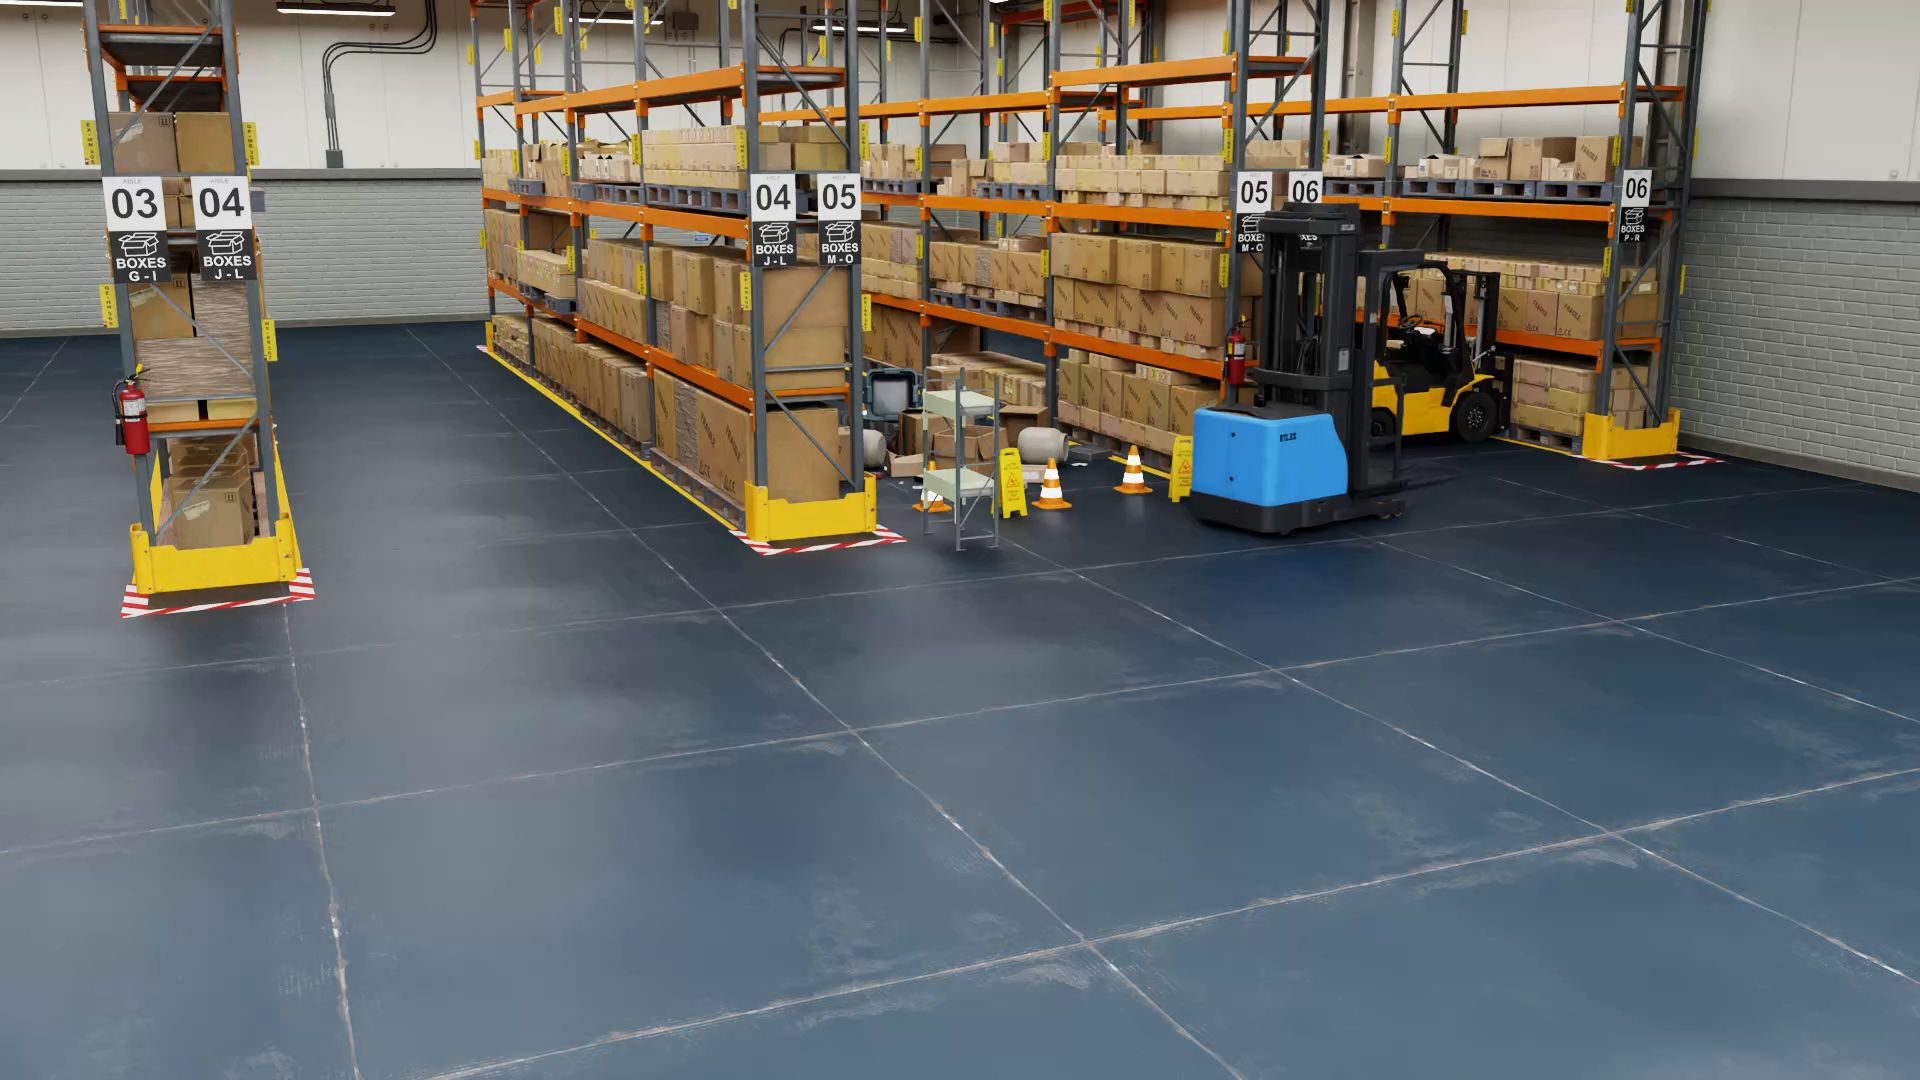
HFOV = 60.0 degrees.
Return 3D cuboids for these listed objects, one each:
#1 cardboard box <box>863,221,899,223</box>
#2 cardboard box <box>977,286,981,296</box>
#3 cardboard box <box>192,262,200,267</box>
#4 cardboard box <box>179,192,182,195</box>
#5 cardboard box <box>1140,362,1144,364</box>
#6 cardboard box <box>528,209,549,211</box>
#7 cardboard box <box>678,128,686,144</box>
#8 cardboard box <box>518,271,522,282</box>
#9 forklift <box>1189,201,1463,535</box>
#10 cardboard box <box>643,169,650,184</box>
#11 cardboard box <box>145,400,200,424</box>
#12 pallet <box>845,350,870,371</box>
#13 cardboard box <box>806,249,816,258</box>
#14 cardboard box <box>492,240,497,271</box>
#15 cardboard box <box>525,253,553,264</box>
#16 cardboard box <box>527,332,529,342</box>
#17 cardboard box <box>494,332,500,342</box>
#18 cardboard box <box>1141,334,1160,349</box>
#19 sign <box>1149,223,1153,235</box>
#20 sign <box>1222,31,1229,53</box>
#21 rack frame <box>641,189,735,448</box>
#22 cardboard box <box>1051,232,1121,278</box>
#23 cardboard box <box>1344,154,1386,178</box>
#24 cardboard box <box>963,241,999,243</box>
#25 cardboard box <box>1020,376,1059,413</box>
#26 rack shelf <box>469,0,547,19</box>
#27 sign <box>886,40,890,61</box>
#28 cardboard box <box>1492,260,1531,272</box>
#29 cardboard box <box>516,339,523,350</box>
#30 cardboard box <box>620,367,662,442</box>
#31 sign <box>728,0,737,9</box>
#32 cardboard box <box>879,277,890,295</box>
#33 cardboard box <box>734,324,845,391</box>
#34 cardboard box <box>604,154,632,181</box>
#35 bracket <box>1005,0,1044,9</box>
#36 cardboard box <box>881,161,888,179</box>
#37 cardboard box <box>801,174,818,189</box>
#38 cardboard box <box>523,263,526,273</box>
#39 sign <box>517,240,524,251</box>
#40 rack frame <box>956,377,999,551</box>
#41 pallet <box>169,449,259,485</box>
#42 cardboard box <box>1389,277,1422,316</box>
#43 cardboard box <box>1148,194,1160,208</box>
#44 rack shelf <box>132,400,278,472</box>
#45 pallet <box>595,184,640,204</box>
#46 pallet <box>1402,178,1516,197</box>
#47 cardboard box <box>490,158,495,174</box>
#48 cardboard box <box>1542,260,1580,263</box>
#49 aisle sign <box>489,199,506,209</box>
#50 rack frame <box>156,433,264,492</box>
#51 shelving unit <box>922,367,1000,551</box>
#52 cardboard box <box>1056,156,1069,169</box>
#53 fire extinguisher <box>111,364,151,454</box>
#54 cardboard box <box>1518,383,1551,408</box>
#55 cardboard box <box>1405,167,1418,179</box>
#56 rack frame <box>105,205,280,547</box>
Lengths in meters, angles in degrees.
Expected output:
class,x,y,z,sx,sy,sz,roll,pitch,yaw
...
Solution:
class,x,y,z,sx,sy,sz,roll,pitch,yaw
cardboard box,-1.262,-4.945,27.145,0.500,0.500,0.500,-5,14,-21
cardboard box,0.449,-3.372,22.414,0.380,0.149,0.250,-5,14,-21
cardboard box,-6.311,-2.131,14.325,0.500,0.500,0.500,-6,14,-23
cardboard box,-6.771,-2.779,13.905,0.500,0.250,0.500,-5,14,-22
cardboard box,2.222,-1.853,19.729,0.500,0.500,0.500,-5,14,-22
cardboard box,-7.154,-5.341,28.197,0.500,0.500,0.500,-6,14,-25
cardboard box,-2.518,-3.919,16.132,0.380,0.149,0.250,-6,14,-23
cardboard box,-6.430,-3.970,24.997,0.380,0.149,0.250,-6,14,-26
forklift,3.631,-1.711,15.763,3.031,2.935,1.130,-10,16,-36
cardboard box,-3.127,-3.844,17.580,0.380,0.149,0.250,-6,14,-24
cardboard box,-6.248,-1.022,13.192,0.380,0.149,0.250,-6,14,-23
pallet,-1.293,-2.968,27.224,1.003,0.211,1.213,-6,14,-23
cardboard box,-2.302,-4.706,28.329,0.500,0.500,0.500,-6,14,-24
cardboard box,-7.604,-4.805,28.097,0.500,0.500,0.500,-6,14,-23
cardboard box,-6.115,-4.098,24.230,0.380,0.149,0.250,-6,14,-24
cardboard box,-6.547,-3.166,25.970,0.380,0.149,0.250,-5,14,-21
cardboard box,-7.852,-3.516,28.799,0.380,0.149,0.250,-5,14,-22
cardboard box,2.213,-2.193,18.250,0.380,0.149,0.250,-6,14,-24
sign,3.382,-5.543,29.599,0.100,0.325,0.005,-6,14,-23
sign,3.984,-7.467,24.928,0.100,0.325,0.005,-6,14,-23
rack frame,-2.962,-2.358,18.406,1.000,3.000,0.127,-6,14,-23
cardboard box,1.511,-3.396,19.793,0.700,0.500,0.500,-6,14,-24
cardboard box,5.567,-5.074,22.533,0.500,0.311,0.500,-6,14,-25
cardboard box,0.368,-3.982,23.609,0.500,0.500,0.500,-6,14,-25
cardboard box,1.321,-1.859,21.144,0.950,0.372,0.625,-5,14,-22
rack shelf,-6.968,-8.616,26.363,1.077,0.370,4.000,-6,14,-23
sign,-1.179,-7.947,27.001,0.100,0.325,0.005,-6,14,-23
cardboard box,6.726,-3.330,20.284,0.380,0.149,0.250,-5,14,-22
cardboard box,-6.827,-3.116,26.414,0.380,0.149,0.250,-6,14,-25
cardboard box,-3.293,-1.587,19.131,1.050,0.750,0.750,-6,14,-23
sign,-2.443,-5.858,17.801,0.100,0.325,0.005,-6,14,-23
cardboard box,-0.915,-3.870,25.271,0.500,0.250,0.500,-6,14,-24
cardboard box,-1.550,-1.677,15.132,0.875,0.550,0.550,-6,14,-23
cardboard box,-3.865,-4.372,19.498,0.500,0.311,0.500,-6,14,-25
bracket,1.899,-10.416,31.933,0.076,0.066,4.783,-6,14,-23
cardboard box,-0.941,-5.506,24.721,0.396,0.266,0.258,-6,14,-24
cardboard box,-1.203,-3.224,14.898,0.380,0.149,0.250,-6,14,-23
cardboard box,-6.221,-4.008,24.503,0.380,0.149,0.250,-5,14,-22
sign,-6.660,-4.382,25.231,0.100,0.325,0.005,-6,14,-23
rack frame,0.149,-0.654,14.368,0.400,1.500,0.023,-6,14,-23
pallet,-7.860,-0.733,17.569,1.003,0.211,1.213,-6,14,-23
cardboard box,6.018,-3.209,21.859,0.500,0.500,0.500,-6,14,-25
cardboard box,2.249,-3.654,17.911,0.380,0.149,0.250,-6,14,-25
rack shelf,-6.746,-1.167,14.856,1.077,0.370,4.000,-6,14,-23
pallet,-3.807,-4.195,20.109,1.003,0.211,1.213,-5,14,-20
pallet,6.445,-4.519,21.289,1.003,0.211,1.213,-6,14,-23
cardboard box,-7.429,-6.142,27.326,0.500,0.250,0.500,-5,14,-22
cardboard box,7.322,-3.325,20.265,0.380,0.149,0.250,-6,14,-24
aisle sign,-8.073,-6.092,28.773,0.394,0.787,0.004,-6,14,-23
rack frame,-7.547,-1.931,16.561,1.000,3.000,0.127,-6,14,-23
shelving unit,0.003,-0.729,14.695,0.431,1.500,0.755,-6,14,-23
cardboard box,1.360,-4.459,19.620,0.380,0.149,0.250,-6,14,-24
fire extinguisher,-6.321,-1.002,12.717,0.296,0.674,0.183,-6,14,-23
cardboard box,7.010,-1.734,19.769,0.500,0.250,0.500,-6,14,-24
cardboard box,5.981,-4.747,21.481,0.380,0.149,0.250,-5,14,-22
rack frame,-5.945,-1.105,12.990,1.000,3.000,0.127,-6,14,-23
